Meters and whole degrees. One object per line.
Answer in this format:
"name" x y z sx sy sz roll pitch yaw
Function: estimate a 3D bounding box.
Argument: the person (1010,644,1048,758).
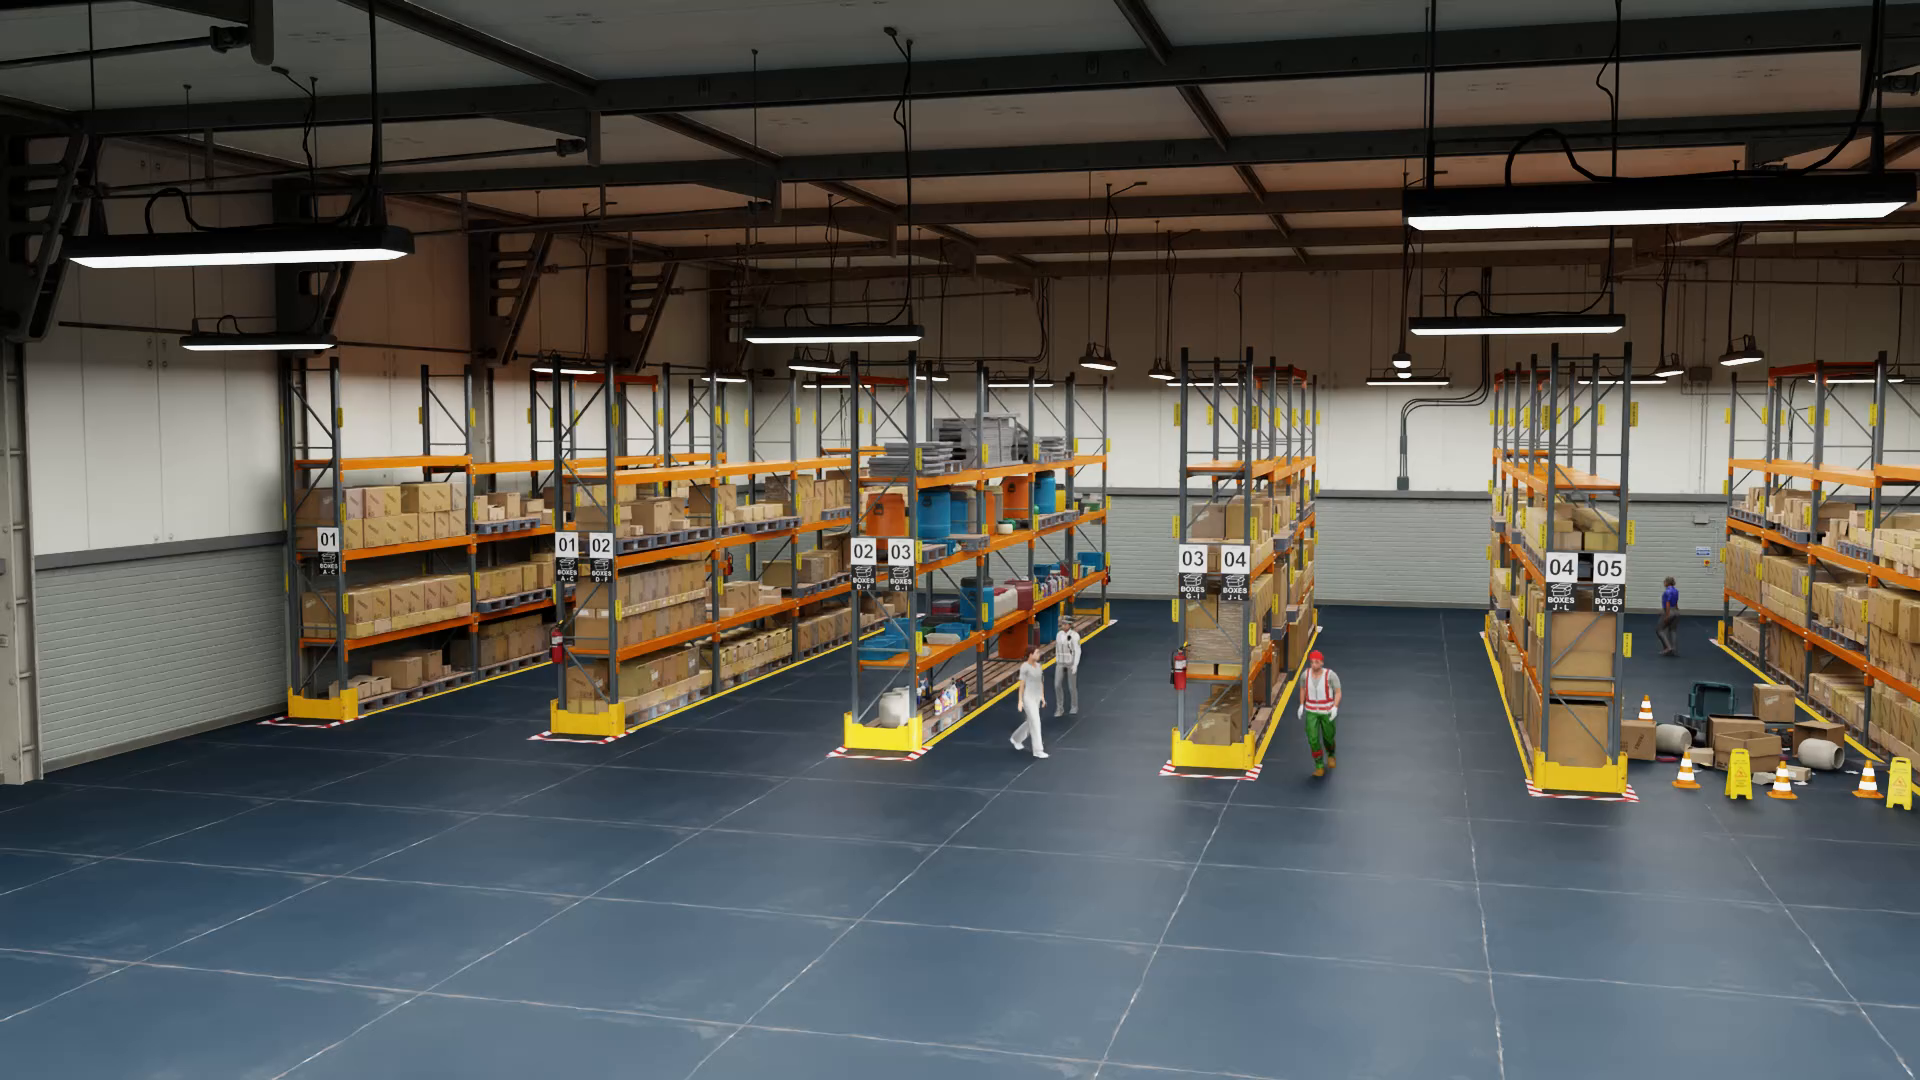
"person" 1.055 2.366 24.737 0.878 1.637 0.481 4 6 41

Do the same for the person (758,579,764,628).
"person" -4.412 1.429 37.963 0.444 1.524 0.972 1 4 14

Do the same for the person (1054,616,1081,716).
"person" 1.811 2.132 28.024 0.537 1.734 0.516 3 5 34

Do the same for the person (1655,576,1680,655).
"person" 14.989 1.602 35.145 0.495 1.670 0.397 -3 5 -35

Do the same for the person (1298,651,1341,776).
"person" 5.081 2.409 23.451 0.614 1.759 0.728 2 5 23
